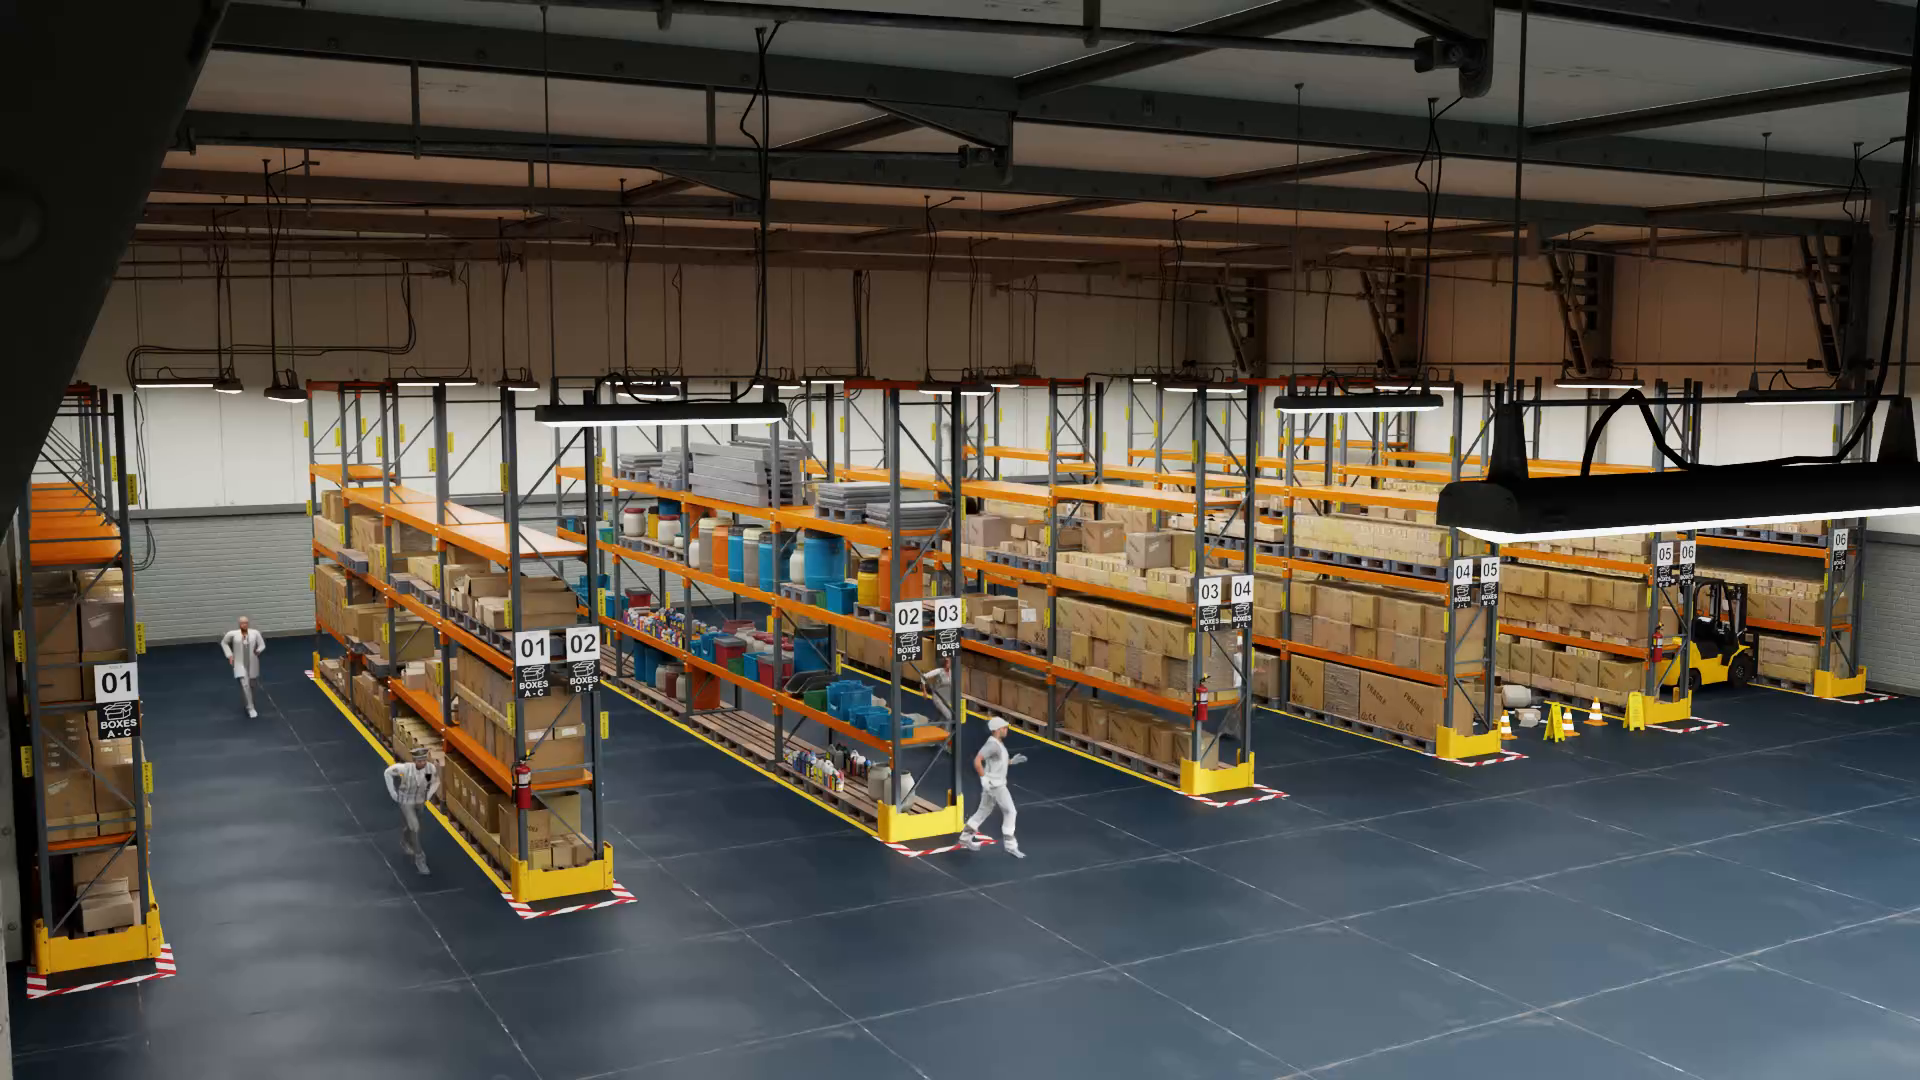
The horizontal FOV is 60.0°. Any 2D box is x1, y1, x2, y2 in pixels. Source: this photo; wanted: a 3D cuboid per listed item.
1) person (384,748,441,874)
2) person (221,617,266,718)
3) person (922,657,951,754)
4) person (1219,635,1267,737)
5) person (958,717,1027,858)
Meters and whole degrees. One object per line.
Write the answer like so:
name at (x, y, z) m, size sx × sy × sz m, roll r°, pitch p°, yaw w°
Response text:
person at (-6.933, 3.352, 20.913) m, size 0.607 × 1.623 × 0.967 m, roll -4°, pitch 7°, yaw -36°
person at (-12.881, 2.256, 29.954) m, size 0.716 × 1.785 × 0.961 m, roll -4°, pitch 7°, yaw -33°
person at (-0.311, 2.662, 27.106) m, size 0.556 × 1.615 × 0.789 m, roll -6°, pitch 8°, yaw -44°
person at (4.735, 2.496, 27.988) m, size 0.795 × 1.807 × 0.658 m, roll 4°, pitch 7°, yaw 32°
person at (0.421, 3.167, 21.276) m, size 0.895 × 1.835 × 0.649 m, roll 0°, pitch 6°, yaw -4°
